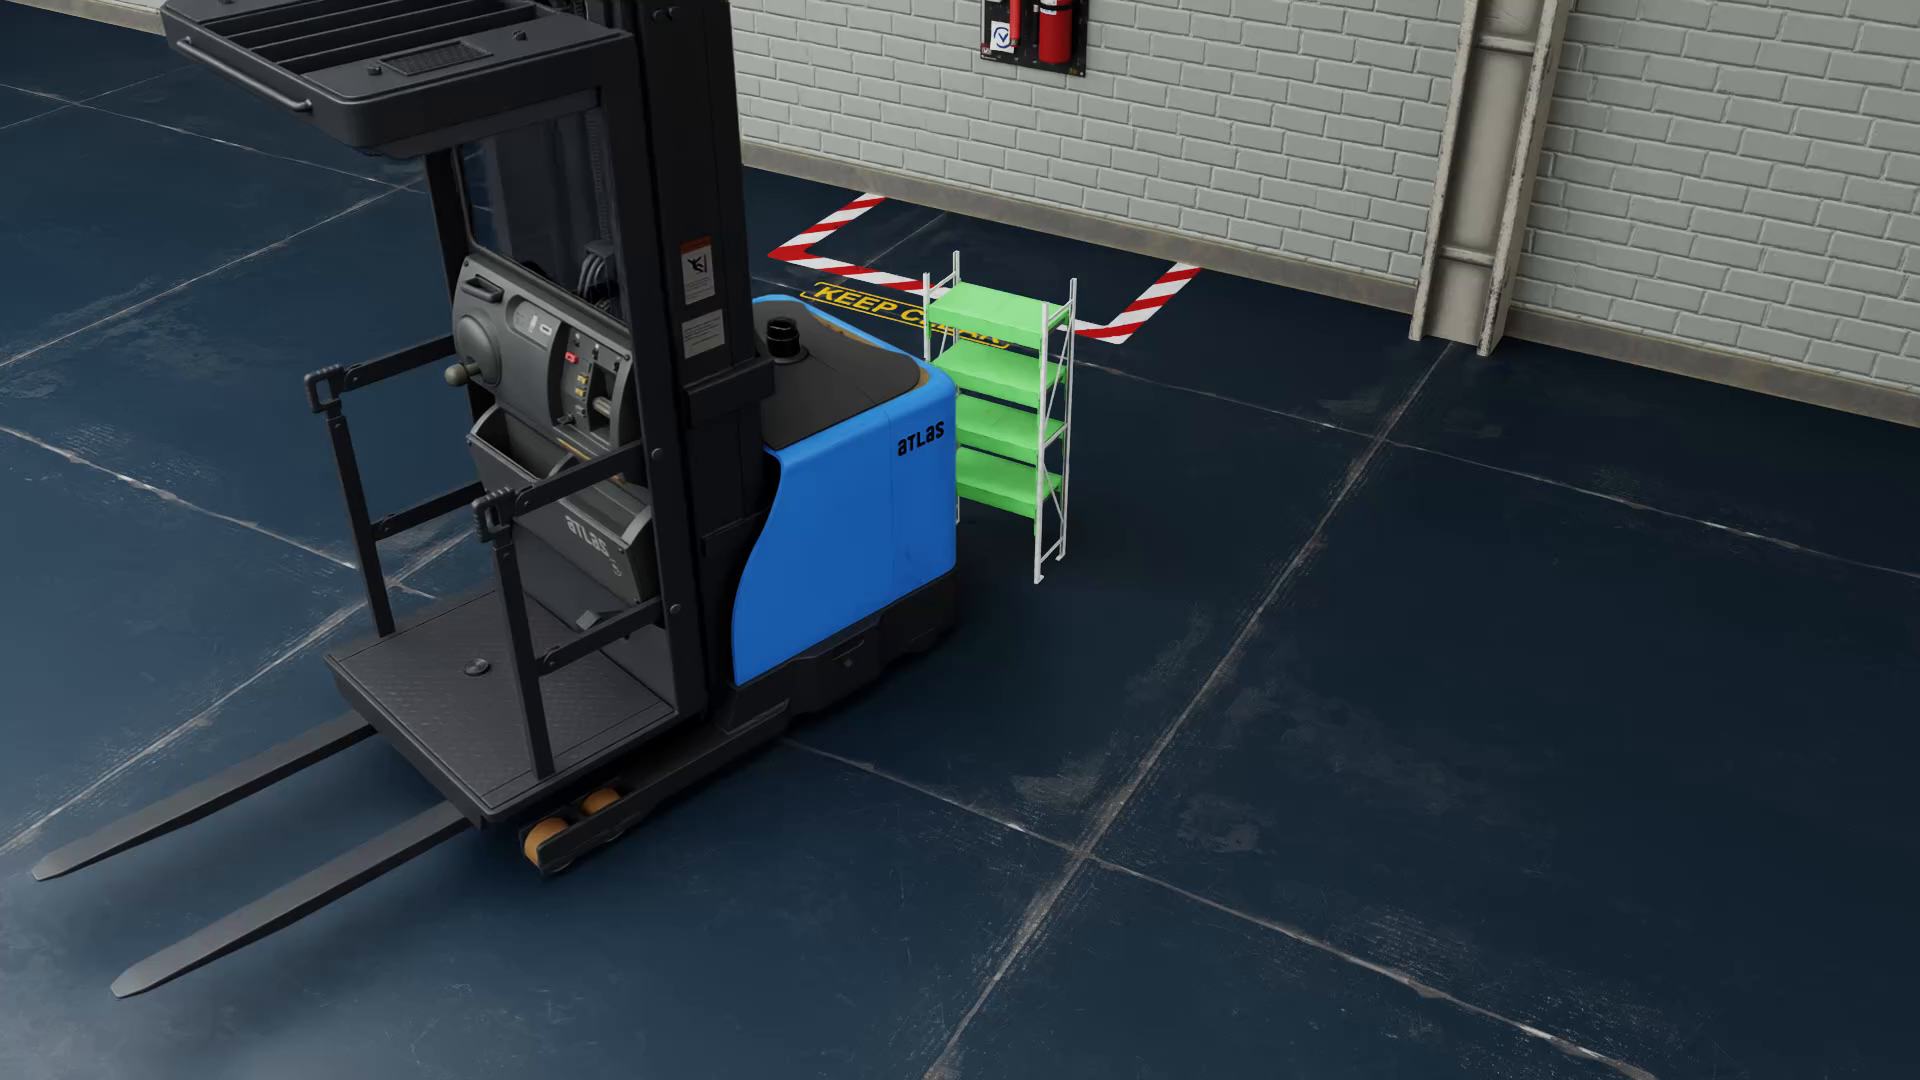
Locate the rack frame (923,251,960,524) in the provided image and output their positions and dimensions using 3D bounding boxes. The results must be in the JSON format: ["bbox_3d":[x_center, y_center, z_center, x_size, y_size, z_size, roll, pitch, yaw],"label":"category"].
[{"bbox_3d":[-0.068,-0.521,6.450,0.015,1.200,0.240,18,37,24],"label":"rack frame"}]

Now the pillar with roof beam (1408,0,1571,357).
[{"bbox_3d":[0.337,-2.693,2.676,0.400,9.000,9.100,18,37,24],"label":"pillar with roof beam"}]

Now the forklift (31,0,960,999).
[{"bbox_3d":[-1.411,-0.510,4.871,3.031,2.935,1.130,-28,43,-35],"label":"forklift"}]

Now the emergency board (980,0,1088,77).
[{"bbox_3d":[0.346,-2.966,8.498,0.643,1.169,0.194,18,37,24],"label":"emergency board"}]

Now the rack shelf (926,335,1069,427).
[{"bbox_3d":[0.144,-0.600,6.251,0.480,0.148,0.258,18,37,24],"label":"rack shelf"}]

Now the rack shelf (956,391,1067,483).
[{"bbox_3d":[0.144,-0.401,6.384,0.480,0.148,0.258,18,37,24],"label":"rack shelf"}]

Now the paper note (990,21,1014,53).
[{"bbox_3d":[0.227,-2.681,8.865,0.142,0.148,0.016,18,37,24],"label":"paper note"}]

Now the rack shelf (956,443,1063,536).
[{"bbox_3d":[0.144,-0.201,6.518,0.480,0.148,0.258,18,37,24],"label":"rack shelf"}]

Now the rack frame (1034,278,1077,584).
[{"bbox_3d":[0.356,-0.387,6.248,0.015,1.200,0.240,18,37,24],"label":"rack frame"}]

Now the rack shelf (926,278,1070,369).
[{"bbox_3d":[0.144,-0.800,6.118,0.480,0.148,0.258,18,37,24],"label":"rack shelf"}]

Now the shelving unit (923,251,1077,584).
[{"bbox_3d":[0.144,-0.454,6.349,0.503,1.200,0.258,18,37,24],"label":"shelving unit"}]
